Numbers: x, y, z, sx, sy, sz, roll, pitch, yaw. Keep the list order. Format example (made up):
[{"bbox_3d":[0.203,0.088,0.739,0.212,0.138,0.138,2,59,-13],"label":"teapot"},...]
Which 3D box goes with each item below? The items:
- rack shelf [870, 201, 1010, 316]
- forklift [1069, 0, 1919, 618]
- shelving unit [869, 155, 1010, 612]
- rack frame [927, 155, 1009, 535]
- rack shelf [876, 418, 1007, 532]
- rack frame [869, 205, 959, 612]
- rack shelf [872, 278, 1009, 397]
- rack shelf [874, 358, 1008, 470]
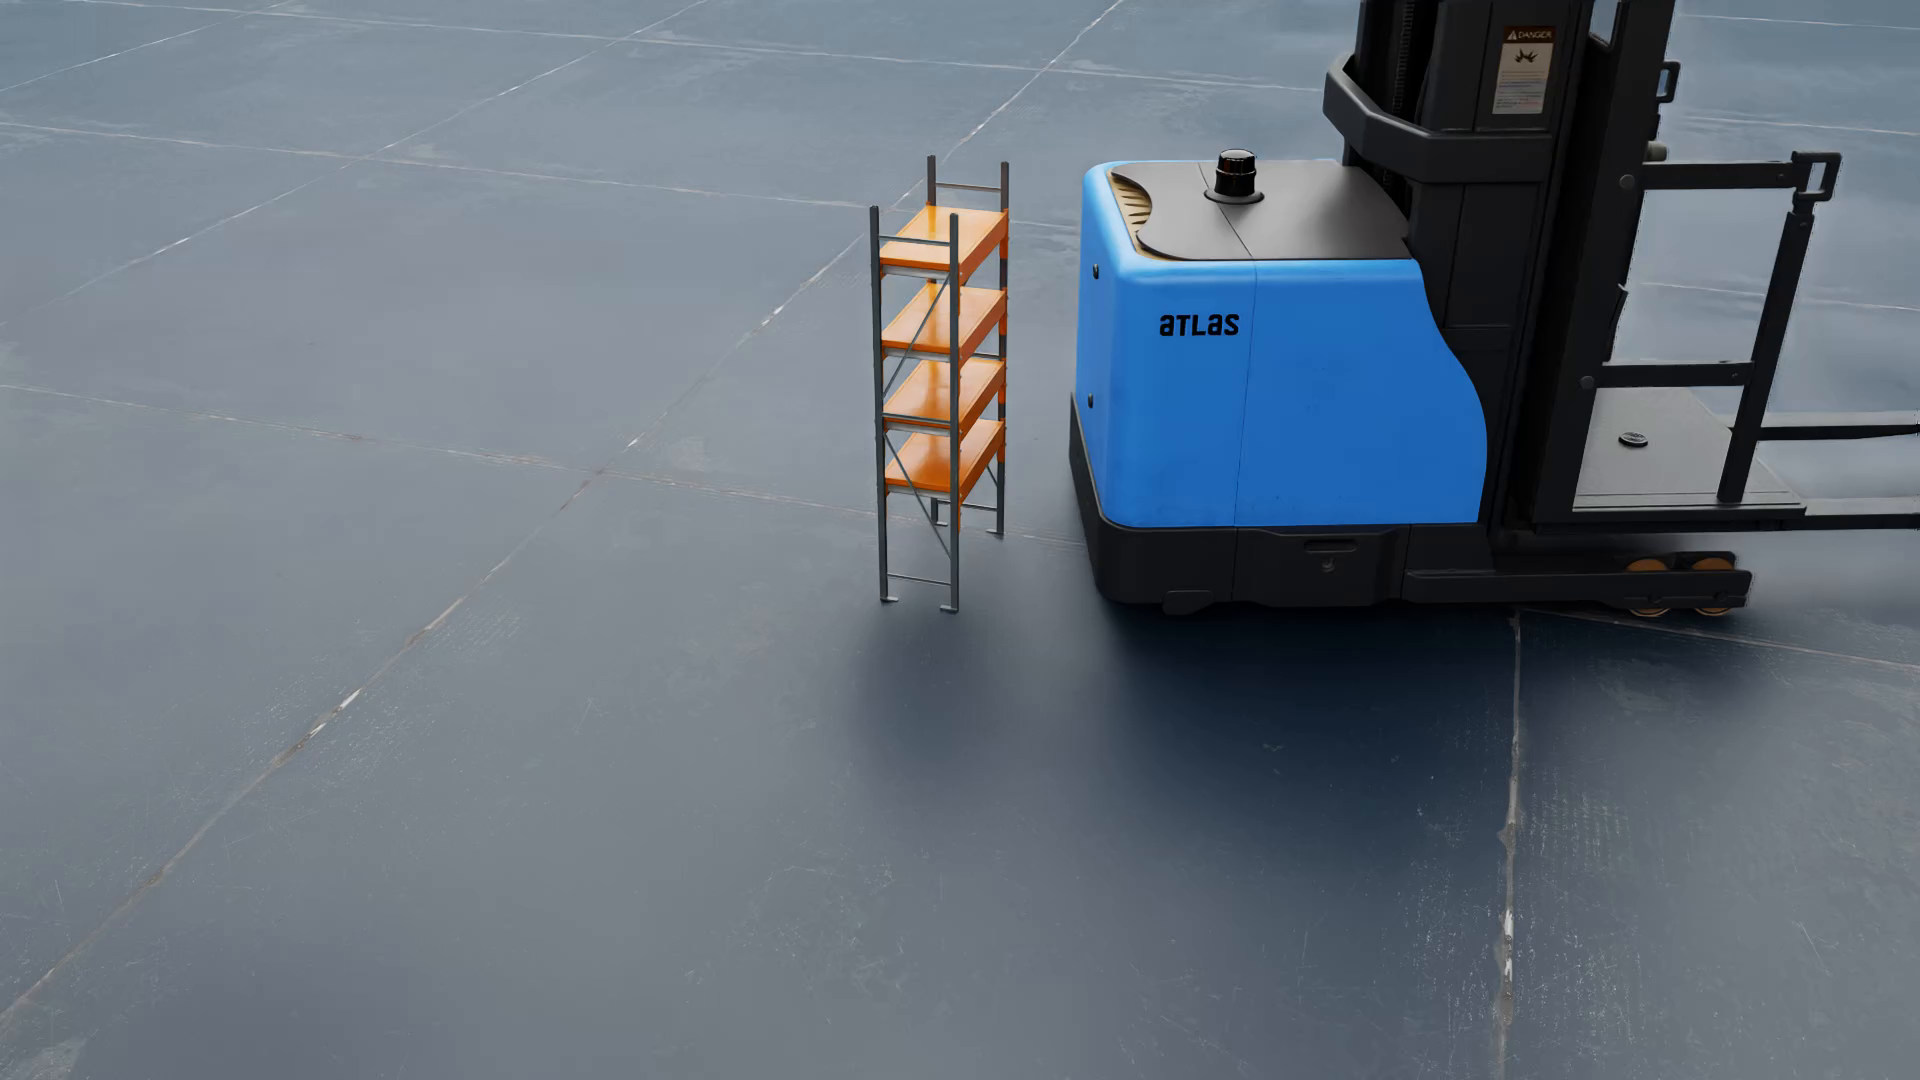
[{"bbox_3d":[-0.049,-0.791,4.629,0.258,0.148,0.480,8,30,15],"label":"rack shelf"},{"bbox_3d":[1.896,-1.314,4.597,3.031,2.935,1.130,-1,29,-2],"label":"forklift"},{"bbox_3d":[-0.049,-0.447,4.820,0.258,1.200,0.503,8,30,15],"label":"shelving unit"},{"bbox_3d":[0.023,-0.561,5.024,0.240,1.200,0.015,8,30,15],"label":"rack frame"},{"bbox_3d":[-0.049,-0.215,4.949,0.258,0.148,0.480,8,30,15],"label":"rack shelf"},{"bbox_3d":[-0.120,-0.334,4.616,0.240,1.200,0.015,8,30,15],"label":"rack frame"},{"bbox_3d":[-0.049,-0.584,4.744,0.258,0.148,0.480,8,30,15],"label":"rack shelf"},{"bbox_3d":[-0.049,-0.389,4.853,0.258,0.148,0.480,8,30,15],"label":"rack shelf"}]
